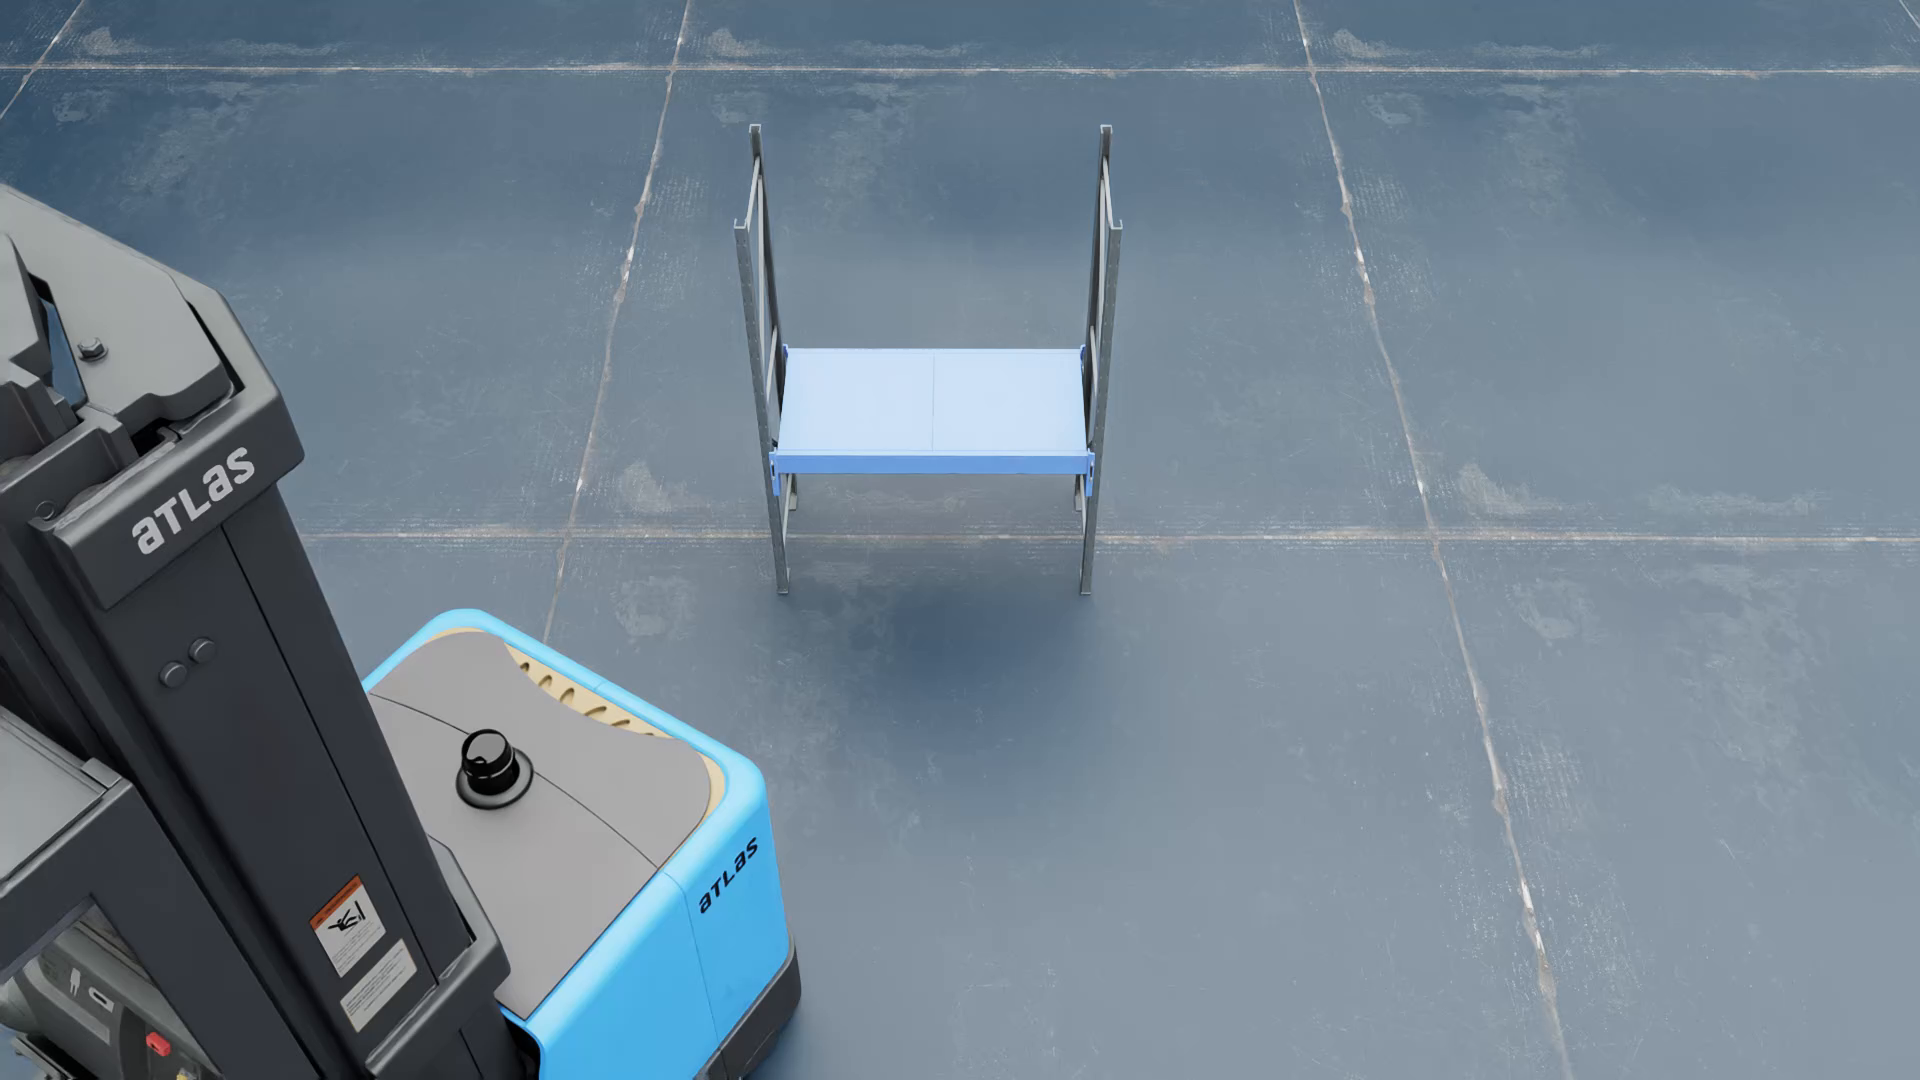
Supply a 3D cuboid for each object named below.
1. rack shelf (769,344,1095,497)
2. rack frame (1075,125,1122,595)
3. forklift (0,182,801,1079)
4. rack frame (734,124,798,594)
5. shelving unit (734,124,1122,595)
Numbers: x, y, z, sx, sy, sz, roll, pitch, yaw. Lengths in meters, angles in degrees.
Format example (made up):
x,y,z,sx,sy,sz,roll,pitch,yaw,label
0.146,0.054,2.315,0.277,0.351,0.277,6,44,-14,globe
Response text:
x,y,z,sx,sy,sz,roll,pitch,yaw,label
-0.085,-0.389,5.333,1.000,0.185,0.538,0,47,0,rack shelf
0.423,-0.510,5.200,0.032,1.500,0.500,0,47,0,rack frame
-1.650,0.977,2.838,1.130,2.935,3.031,25,52,22,forklift
-0.594,-0.513,5.203,0.032,1.500,0.500,0,47,0,rack frame
-0.085,-0.511,5.201,1.048,1.500,0.538,0,47,0,shelving unit
